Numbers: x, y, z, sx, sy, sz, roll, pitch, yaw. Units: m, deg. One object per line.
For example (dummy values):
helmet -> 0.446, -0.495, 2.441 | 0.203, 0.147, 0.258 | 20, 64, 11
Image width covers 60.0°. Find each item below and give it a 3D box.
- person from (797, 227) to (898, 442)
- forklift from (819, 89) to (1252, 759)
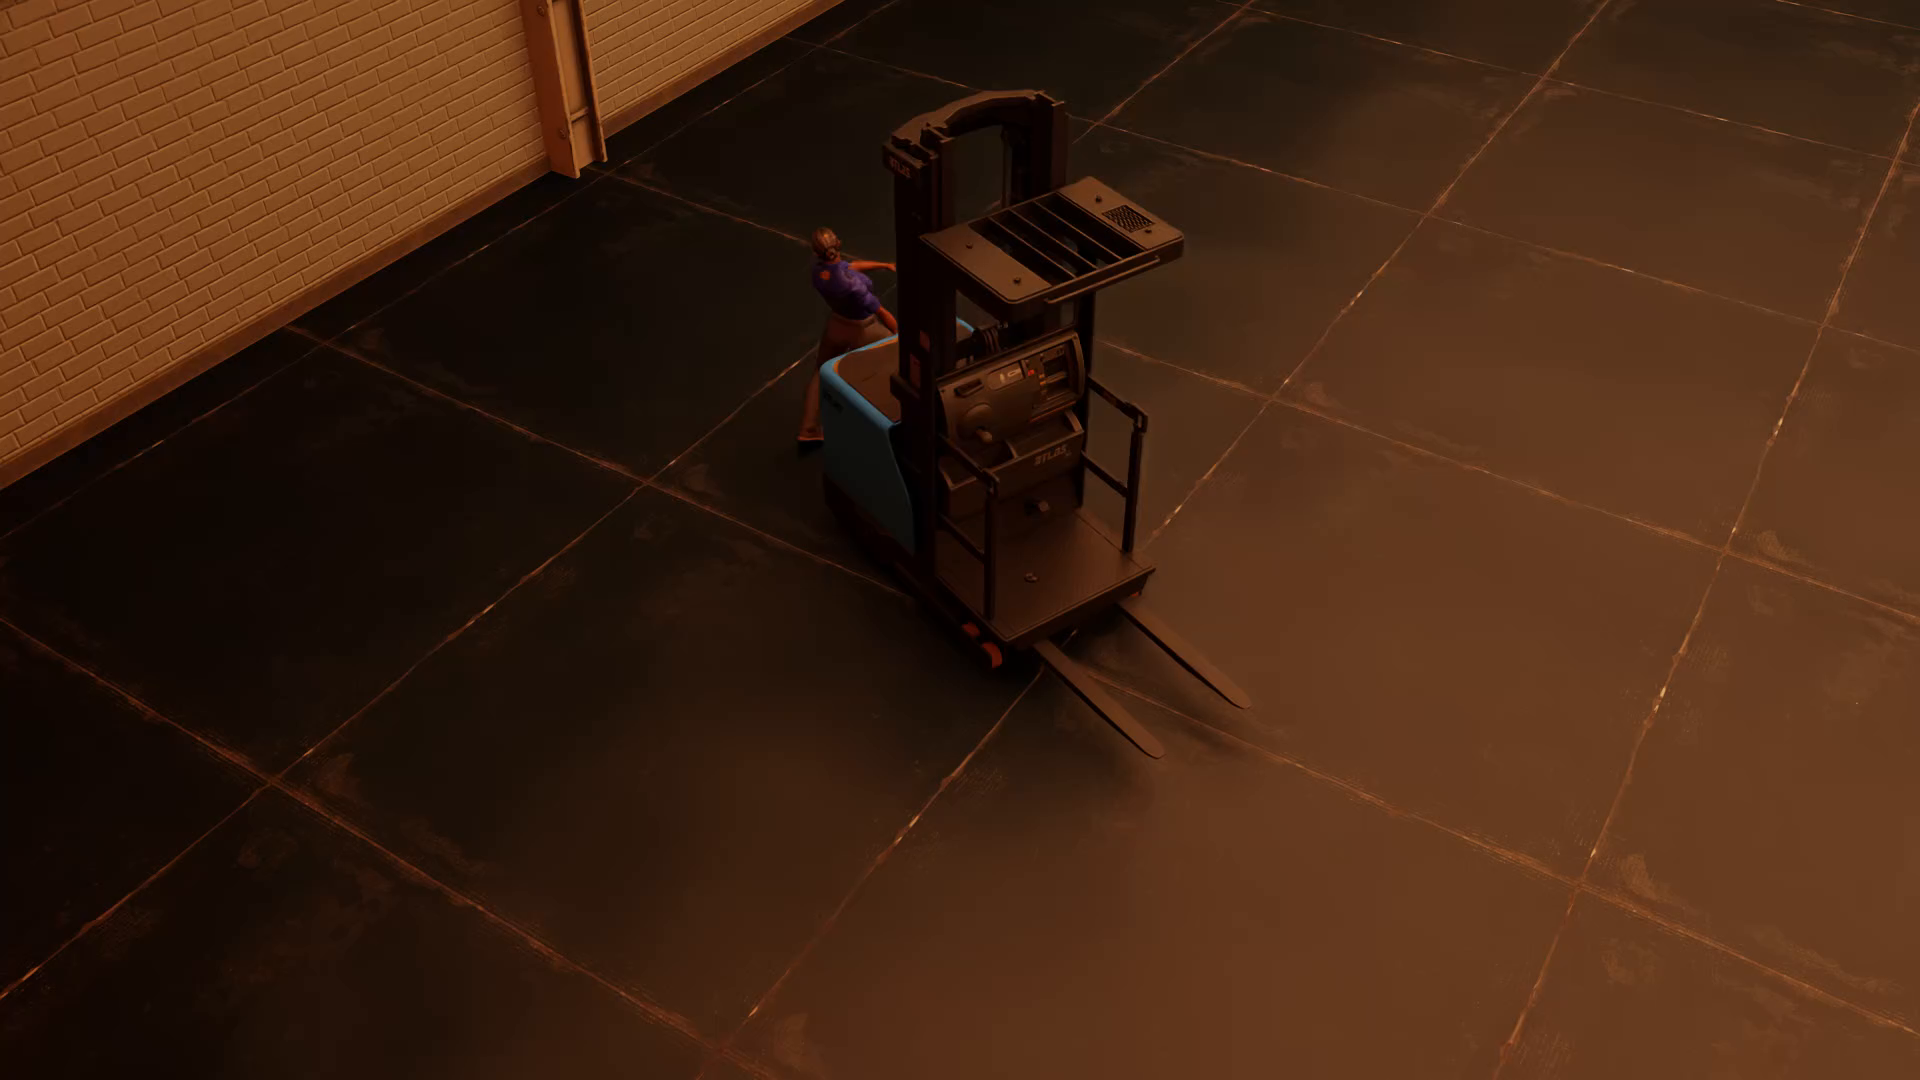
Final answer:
person -> -0.620, -1.323, 10.619 | 0.719, 1.517, 0.838 | 17, 43, 19
forklift -> 0.411, -0.744, 8.844 | 1.130, 2.935, 3.031 | -25, 46, -26
